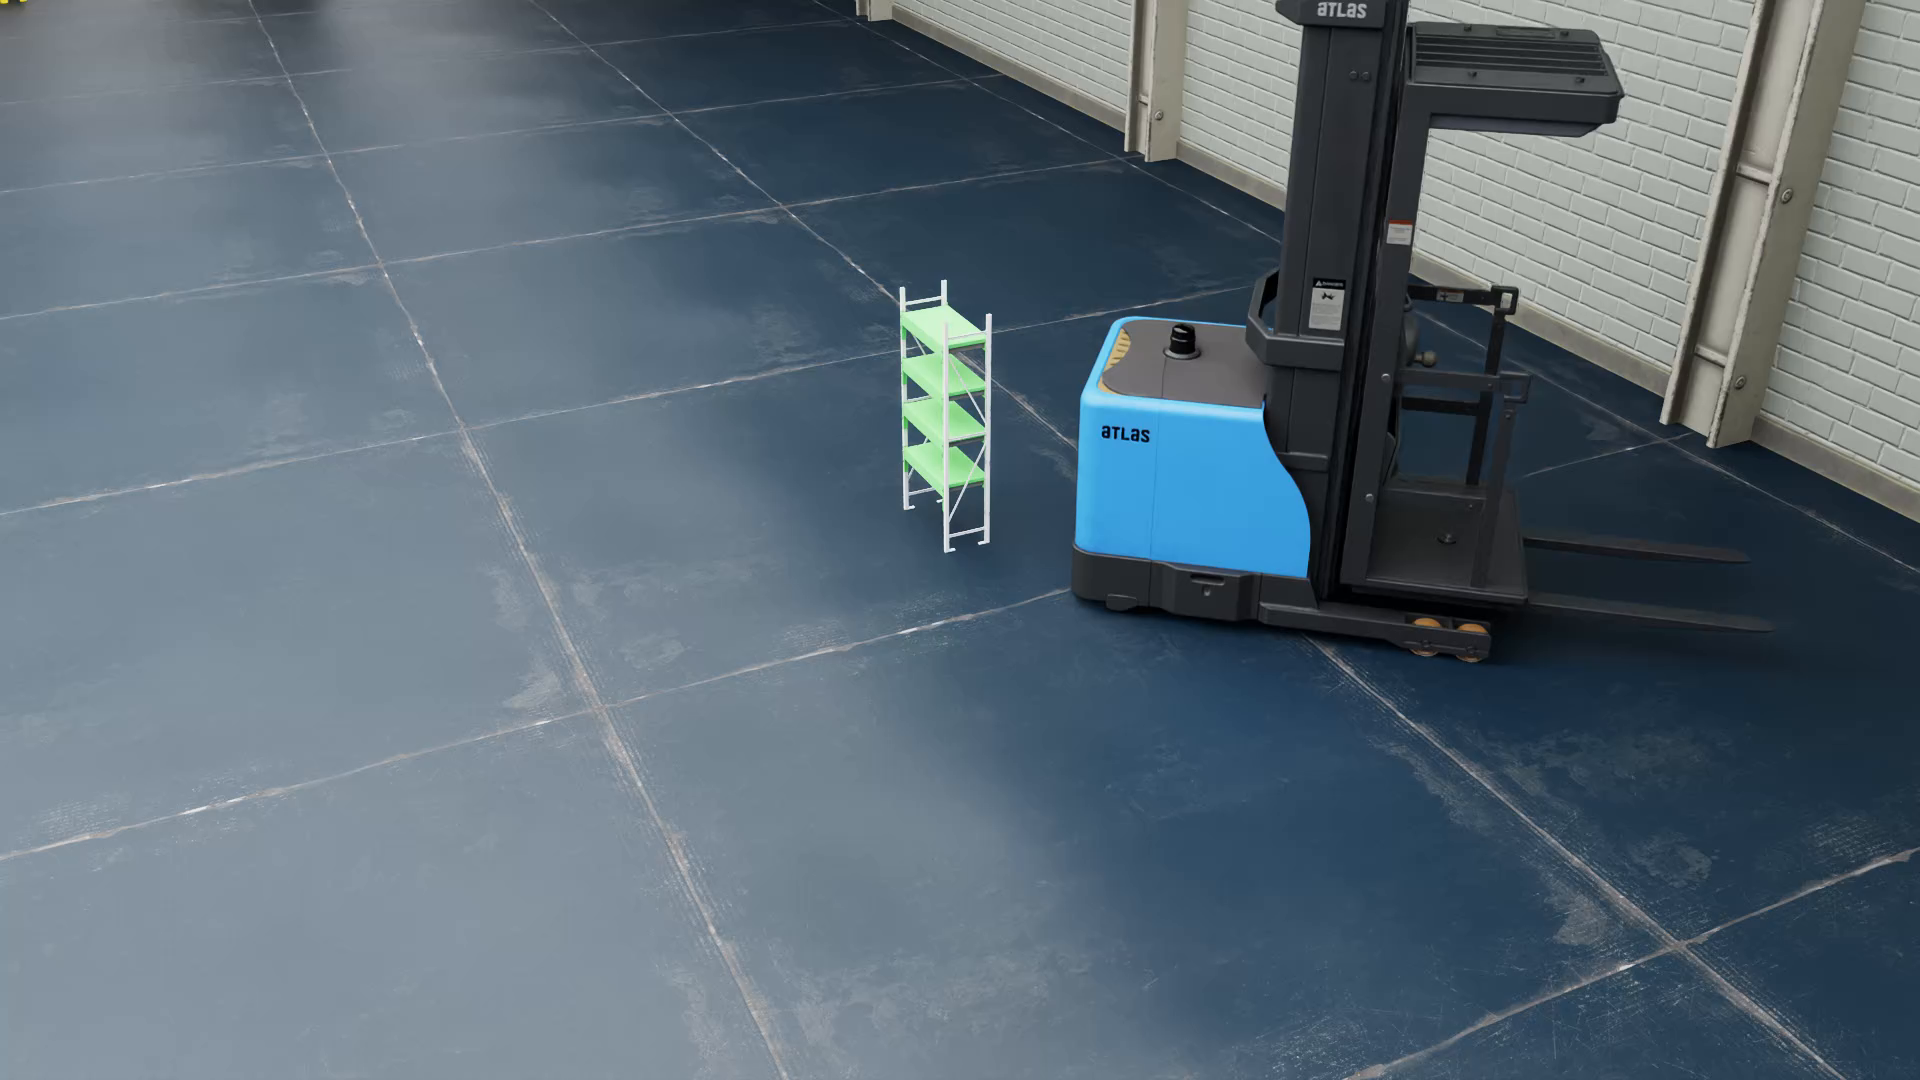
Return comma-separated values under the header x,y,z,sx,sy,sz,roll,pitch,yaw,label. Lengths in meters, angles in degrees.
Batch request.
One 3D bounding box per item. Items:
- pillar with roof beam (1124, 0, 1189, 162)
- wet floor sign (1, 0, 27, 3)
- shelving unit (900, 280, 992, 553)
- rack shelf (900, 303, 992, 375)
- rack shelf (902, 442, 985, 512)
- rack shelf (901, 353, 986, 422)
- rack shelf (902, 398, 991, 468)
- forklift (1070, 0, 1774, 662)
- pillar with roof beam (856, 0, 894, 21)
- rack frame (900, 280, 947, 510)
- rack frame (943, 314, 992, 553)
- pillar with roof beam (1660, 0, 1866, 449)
x,y,z,sx,sy,sz,roll,pitch,yaw,label
-2.267,-6.292,10.271,9.100,9.000,0.400,-13,32,-22,pillar with roof beam
-11.154,-6.632,19.417,0.267,0.644,0.232,-19,35,-30,wet floor sign
-0.071,-0.596,8.087,0.258,1.200,0.503,-13,32,-22,shelving unit
-0.071,-0.959,7.883,0.258,0.148,0.480,-13,32,-22,rack shelf
-0.071,-0.331,8.236,0.258,0.148,0.480,-13,32,-22,rack shelf
-0.071,-0.750,8.001,0.258,0.148,0.480,-13,32,-22,rack shelf
-0.071,-0.541,8.118,0.258,0.148,0.480,-13,32,-22,rack shelf
2.086,-1.030,7.090,3.031,2.935,1.130,7,30,12,forklift
-4.843,-8.943,14.997,9.100,9.000,0.400,-13,32,-22,pillar with roof beam
-0.176,-0.704,8.279,0.240,1.200,0.015,-13,32,-22,rack frame
0.034,-0.489,7.895,0.240,1.200,0.015,-13,32,-22,rack frame
0.309,-3.642,5.544,9.100,9.000,0.400,-13,32,-22,pillar with roof beam
